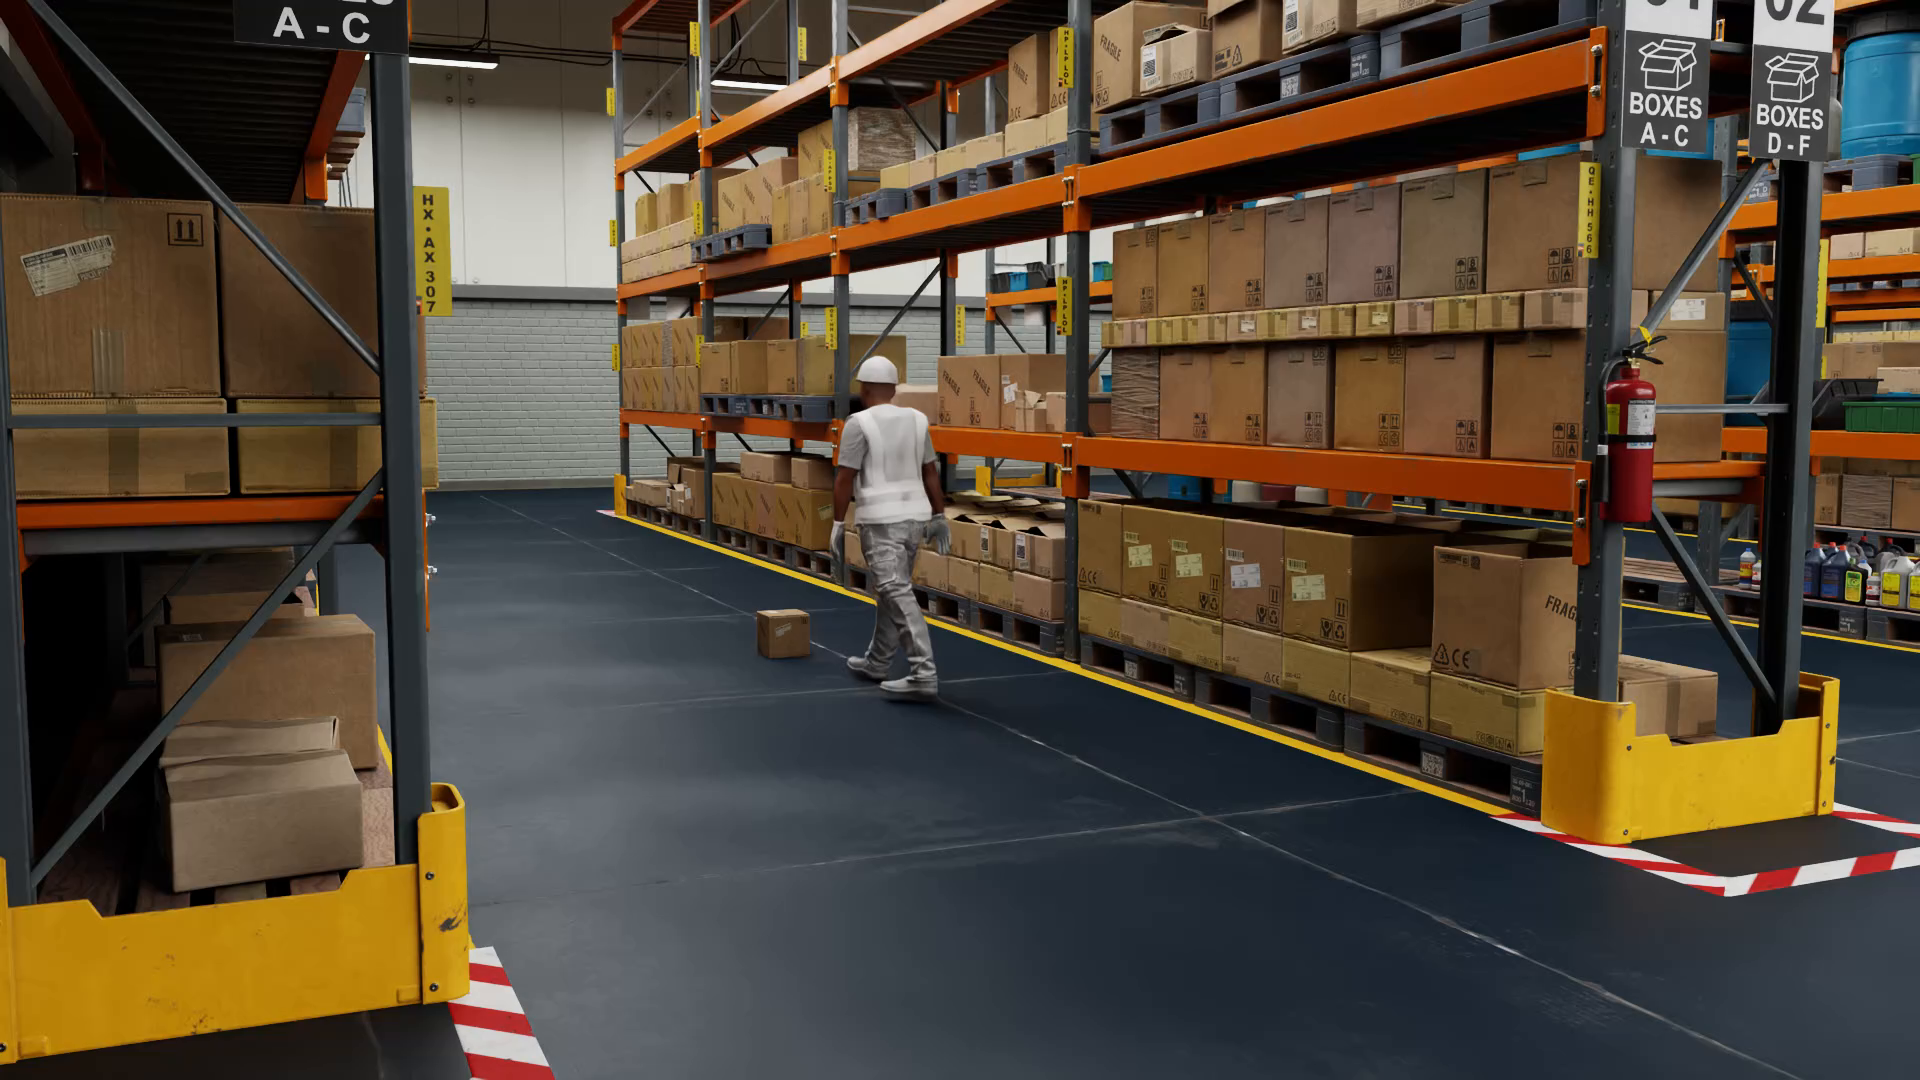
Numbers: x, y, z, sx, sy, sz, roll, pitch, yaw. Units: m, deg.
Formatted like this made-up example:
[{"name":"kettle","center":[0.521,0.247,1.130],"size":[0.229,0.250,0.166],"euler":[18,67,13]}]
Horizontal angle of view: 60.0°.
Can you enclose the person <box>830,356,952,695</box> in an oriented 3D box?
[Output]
[{"name":"person","center":[-0.399,-0.090,8.683],"size":[0.944,1.737,0.607],"euler":[5,7,44]}]
